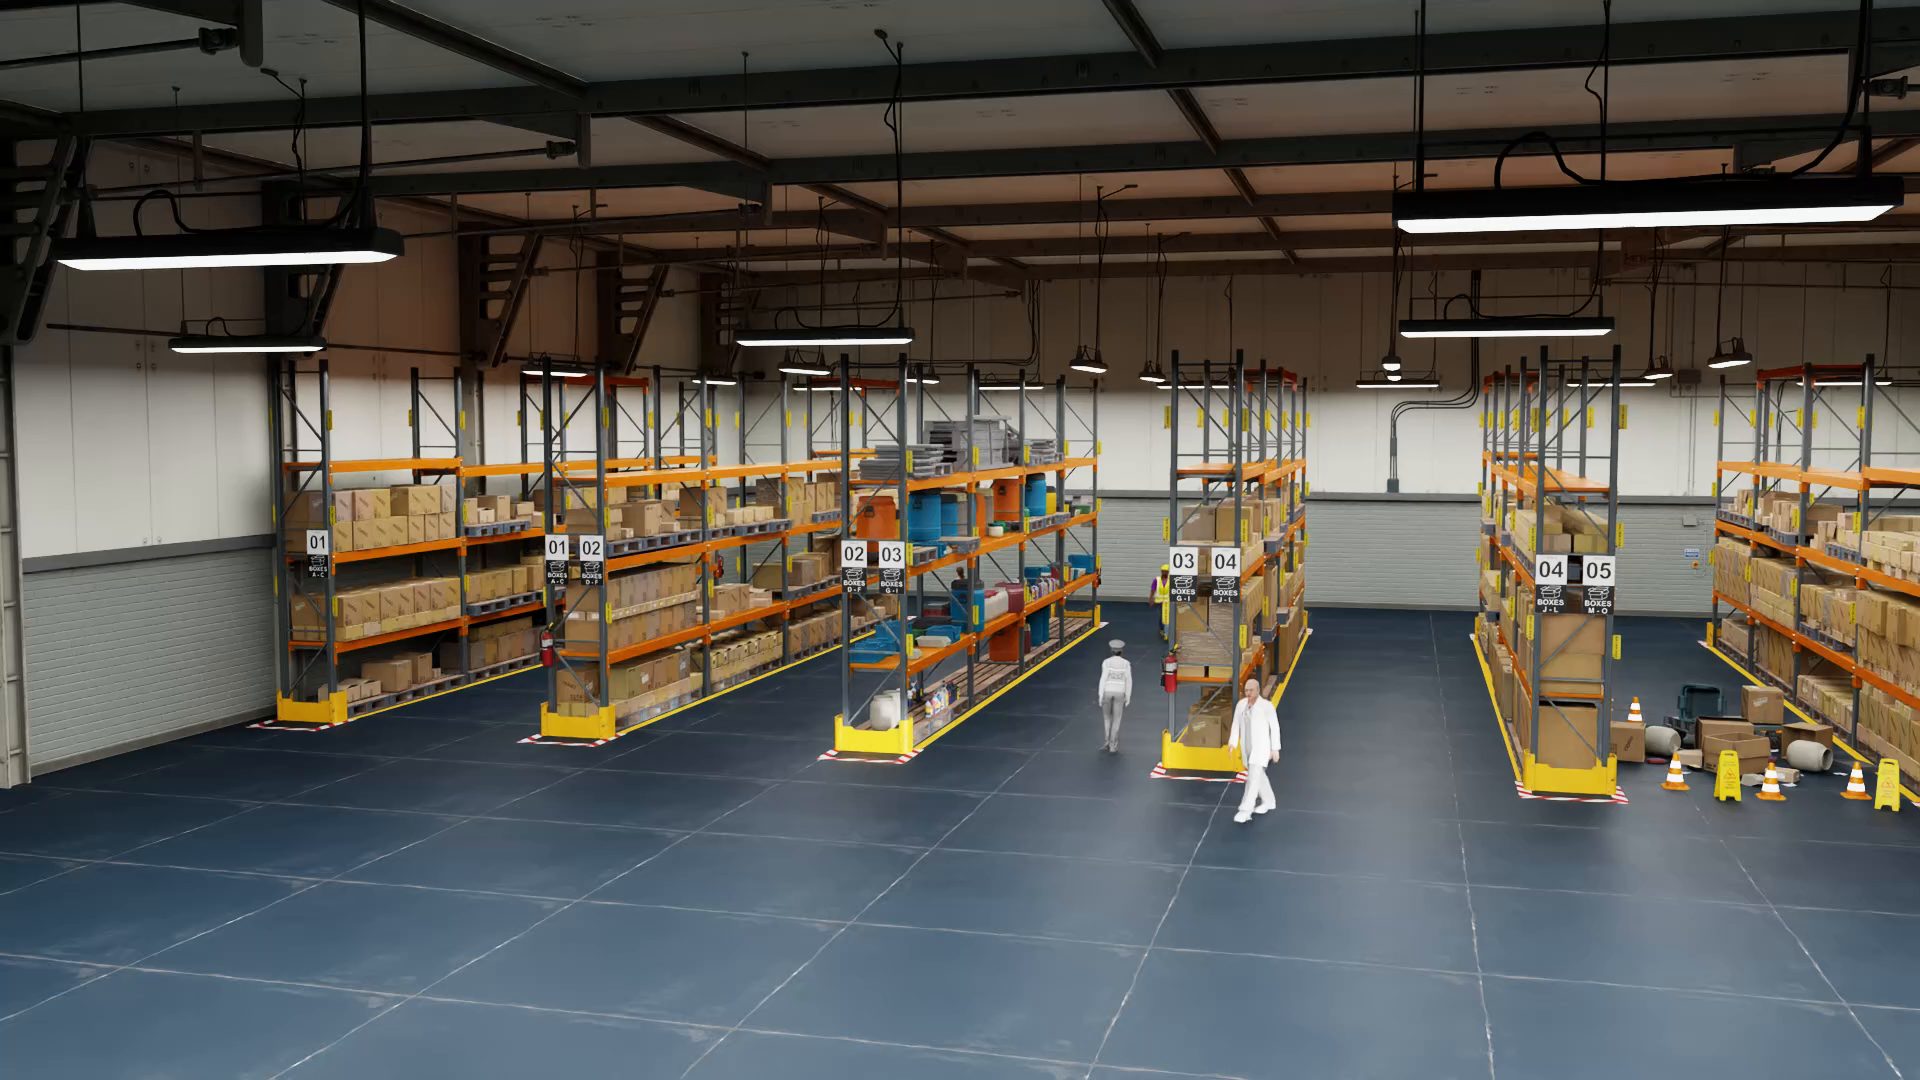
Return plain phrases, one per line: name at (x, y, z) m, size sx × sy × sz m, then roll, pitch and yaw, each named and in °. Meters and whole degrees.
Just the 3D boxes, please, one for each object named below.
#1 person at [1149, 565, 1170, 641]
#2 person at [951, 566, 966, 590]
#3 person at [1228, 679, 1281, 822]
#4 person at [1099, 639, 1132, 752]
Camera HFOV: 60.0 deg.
person at (4.646, 1.418, 37.868) m, size 0.641 × 1.714 × 1.093 m, roll 1°, pitch 4°, yaw 12°
person at (-0.005, 1.439, 37.951) m, size 0.487 × 1.669 × 0.461 m, roll -2°, pitch 5°, yaw -31°
person at (3.650, 2.611, 20.832) m, size 1.067 × 1.734 × 0.607 m, roll -3°, pitch 5°, yaw -39°
person at (2.353, 2.383, 25.146) m, size 0.489 × 1.736 × 0.580 m, roll 1°, pitch 4°, yaw 11°
